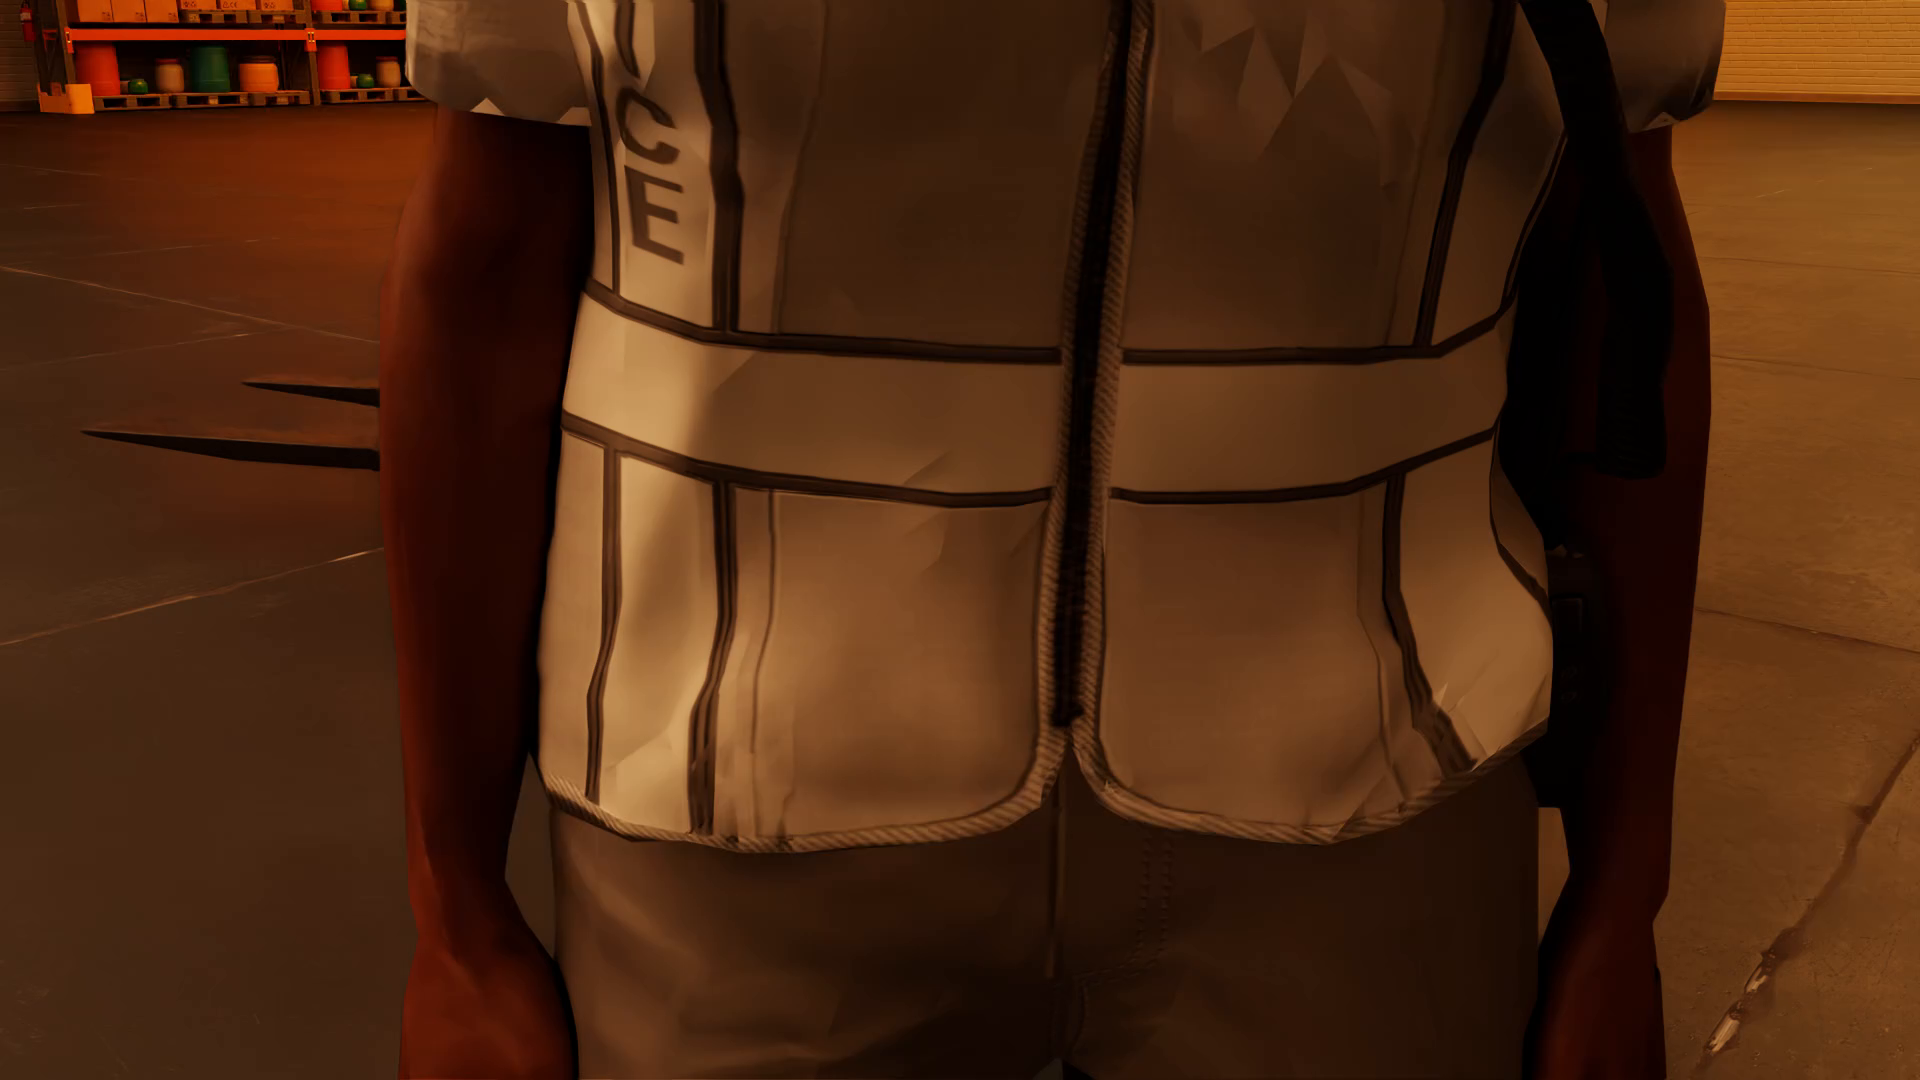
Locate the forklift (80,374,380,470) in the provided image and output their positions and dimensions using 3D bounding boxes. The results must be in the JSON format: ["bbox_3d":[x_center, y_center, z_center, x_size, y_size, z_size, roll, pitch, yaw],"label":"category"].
[{"bbox_3d":[-0.601,-1.442,3.648,3.031,2.935,1.130,4,17,14],"label":"forklift"}]
